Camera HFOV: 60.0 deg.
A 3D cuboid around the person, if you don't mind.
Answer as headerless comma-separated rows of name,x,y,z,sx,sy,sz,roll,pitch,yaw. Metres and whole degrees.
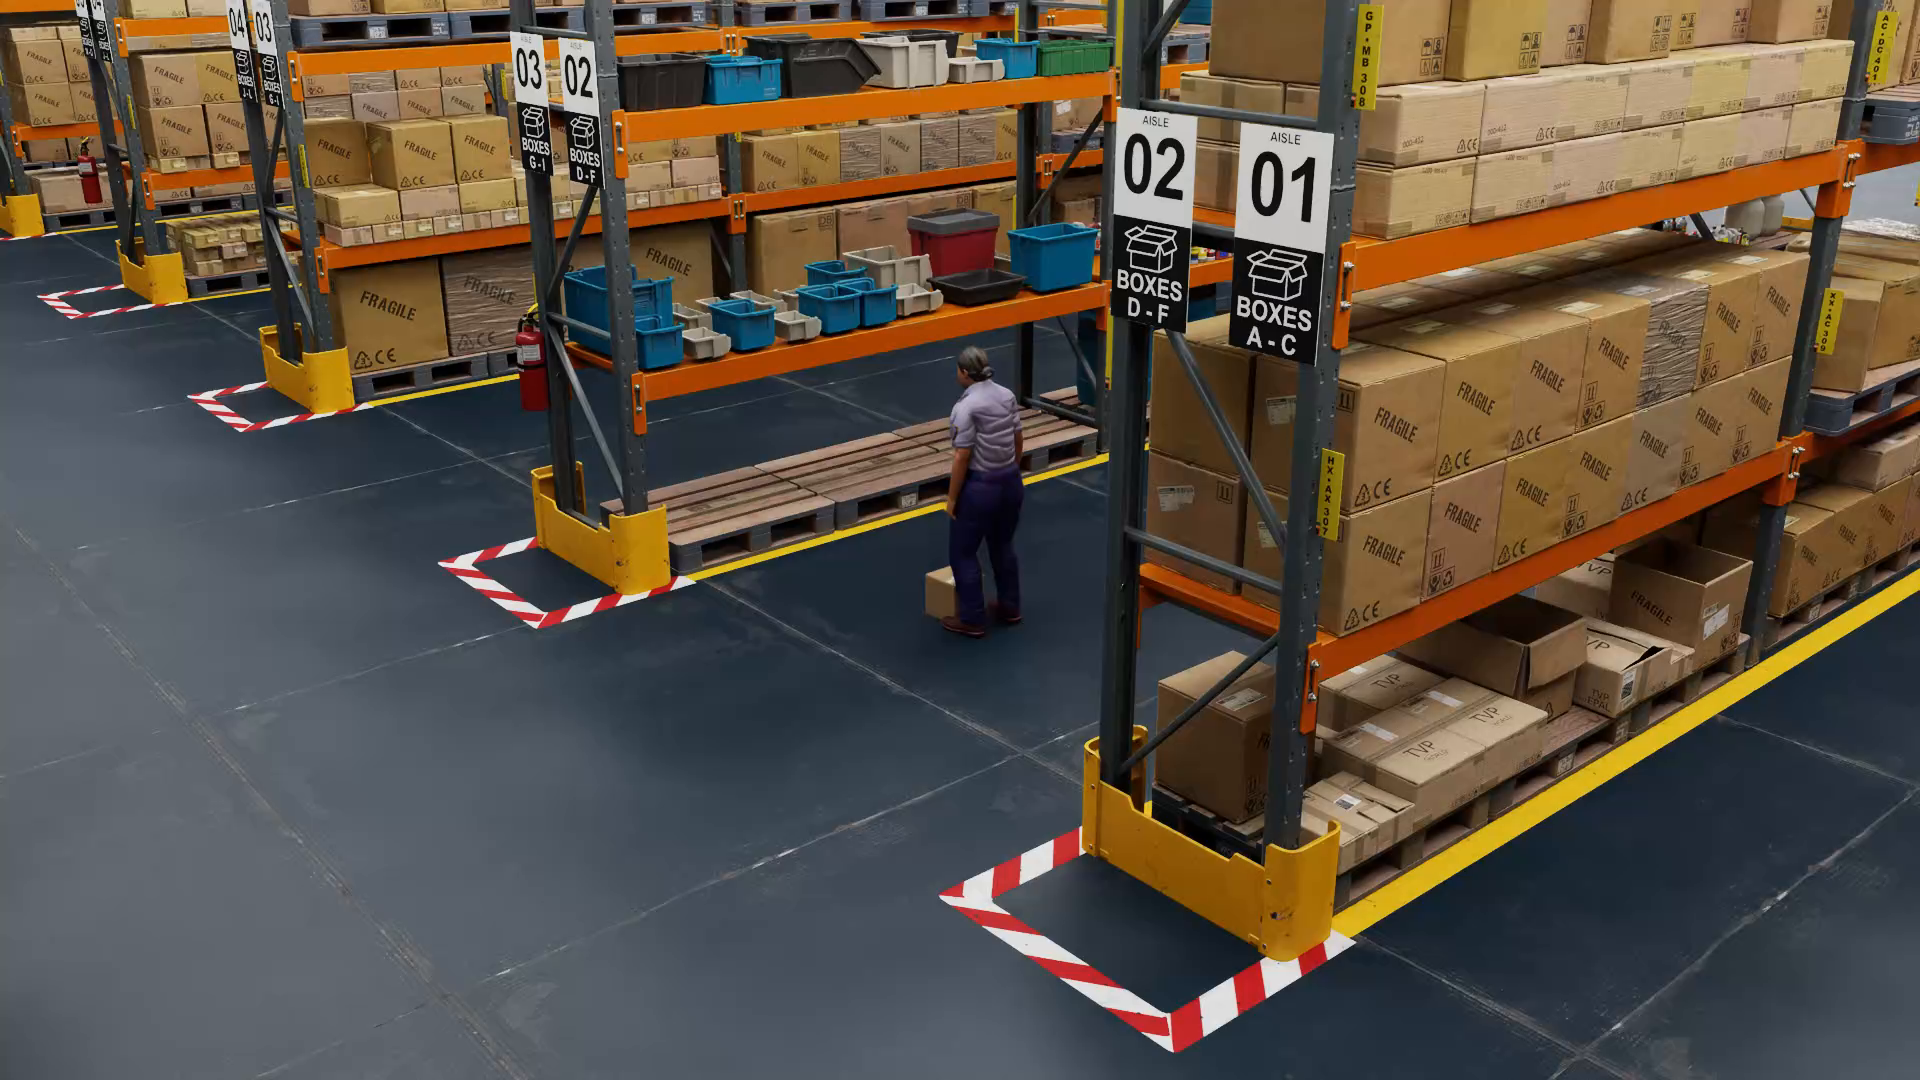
person,0.141,-0.275,9.306,0.546,1.650,0.368,-19,28,-40
